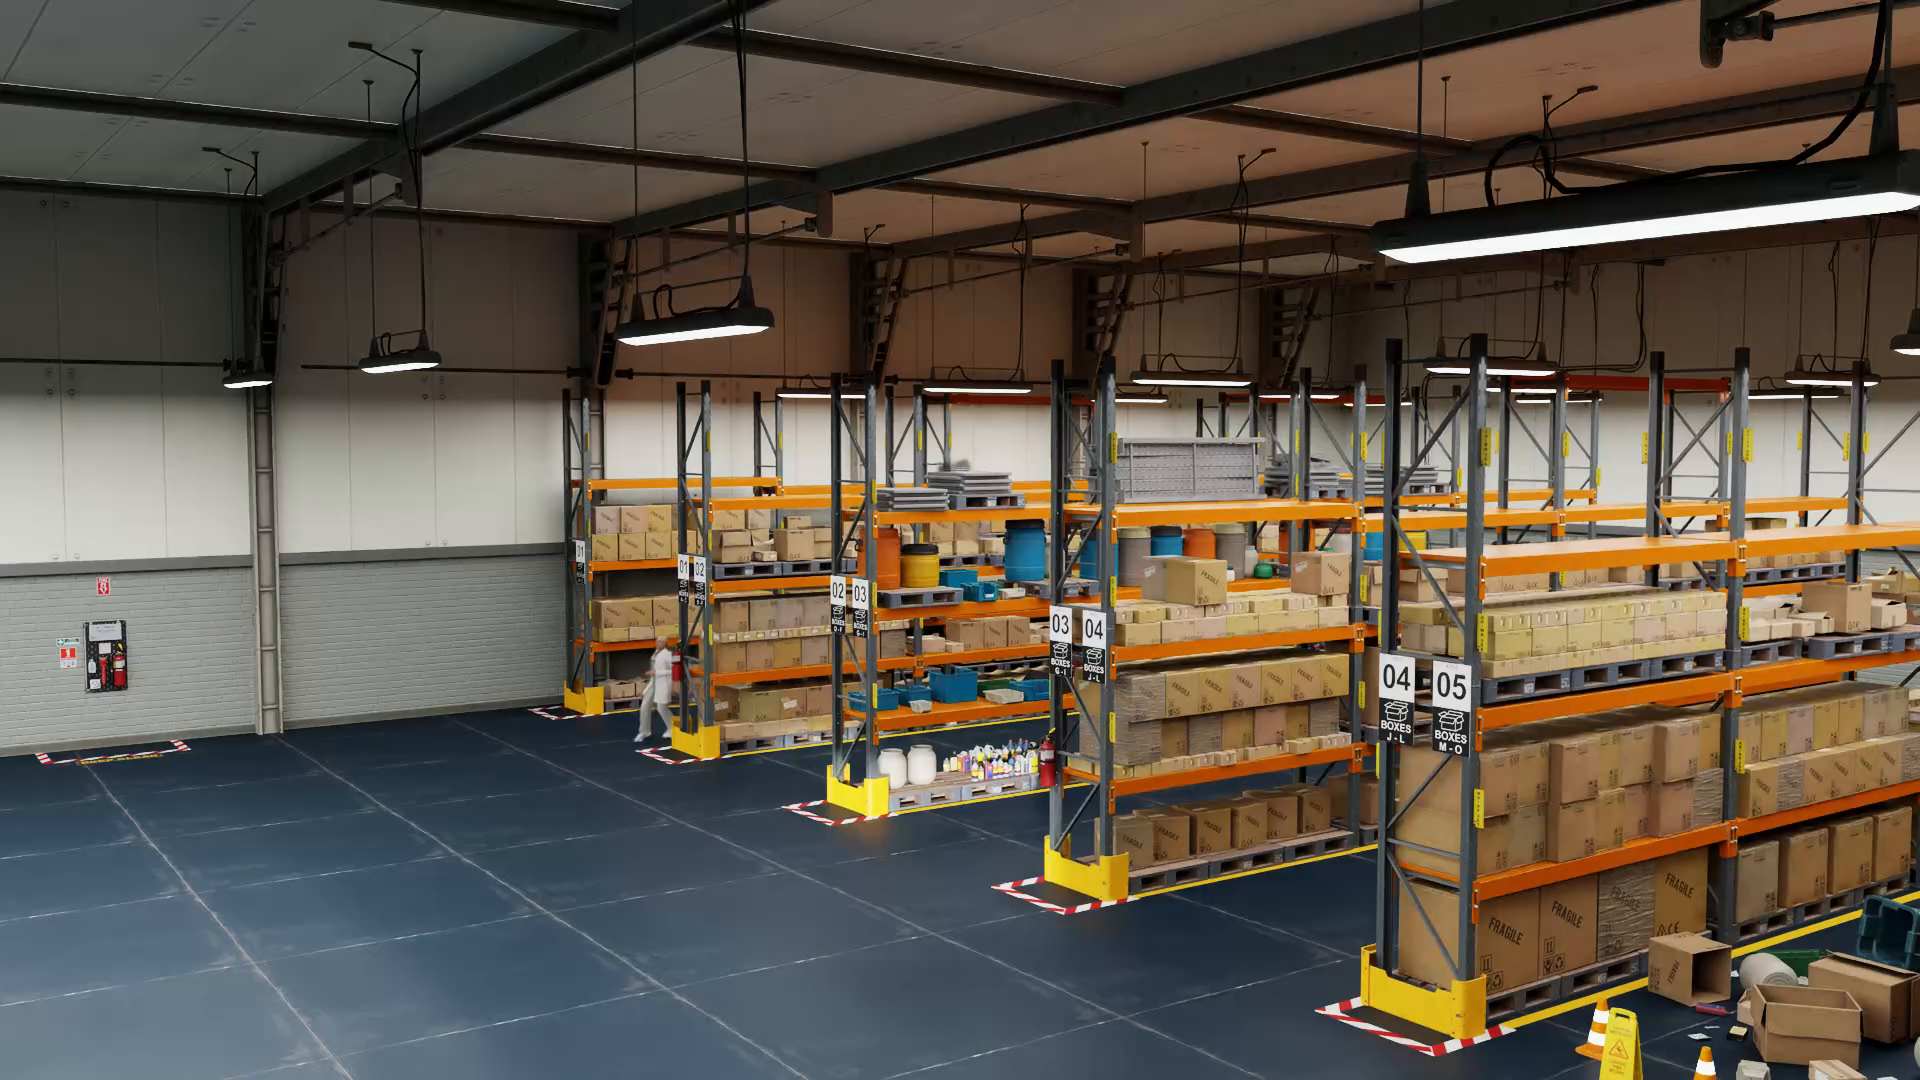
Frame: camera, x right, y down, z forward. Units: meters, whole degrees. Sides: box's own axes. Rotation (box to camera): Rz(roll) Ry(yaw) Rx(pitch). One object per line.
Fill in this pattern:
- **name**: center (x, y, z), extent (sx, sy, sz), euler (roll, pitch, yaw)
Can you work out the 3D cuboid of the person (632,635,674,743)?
- **person**: center (-5.030, 2.497, 27.936), extent (0.888, 1.803, 0.711), euler (-4, 5, -44)
